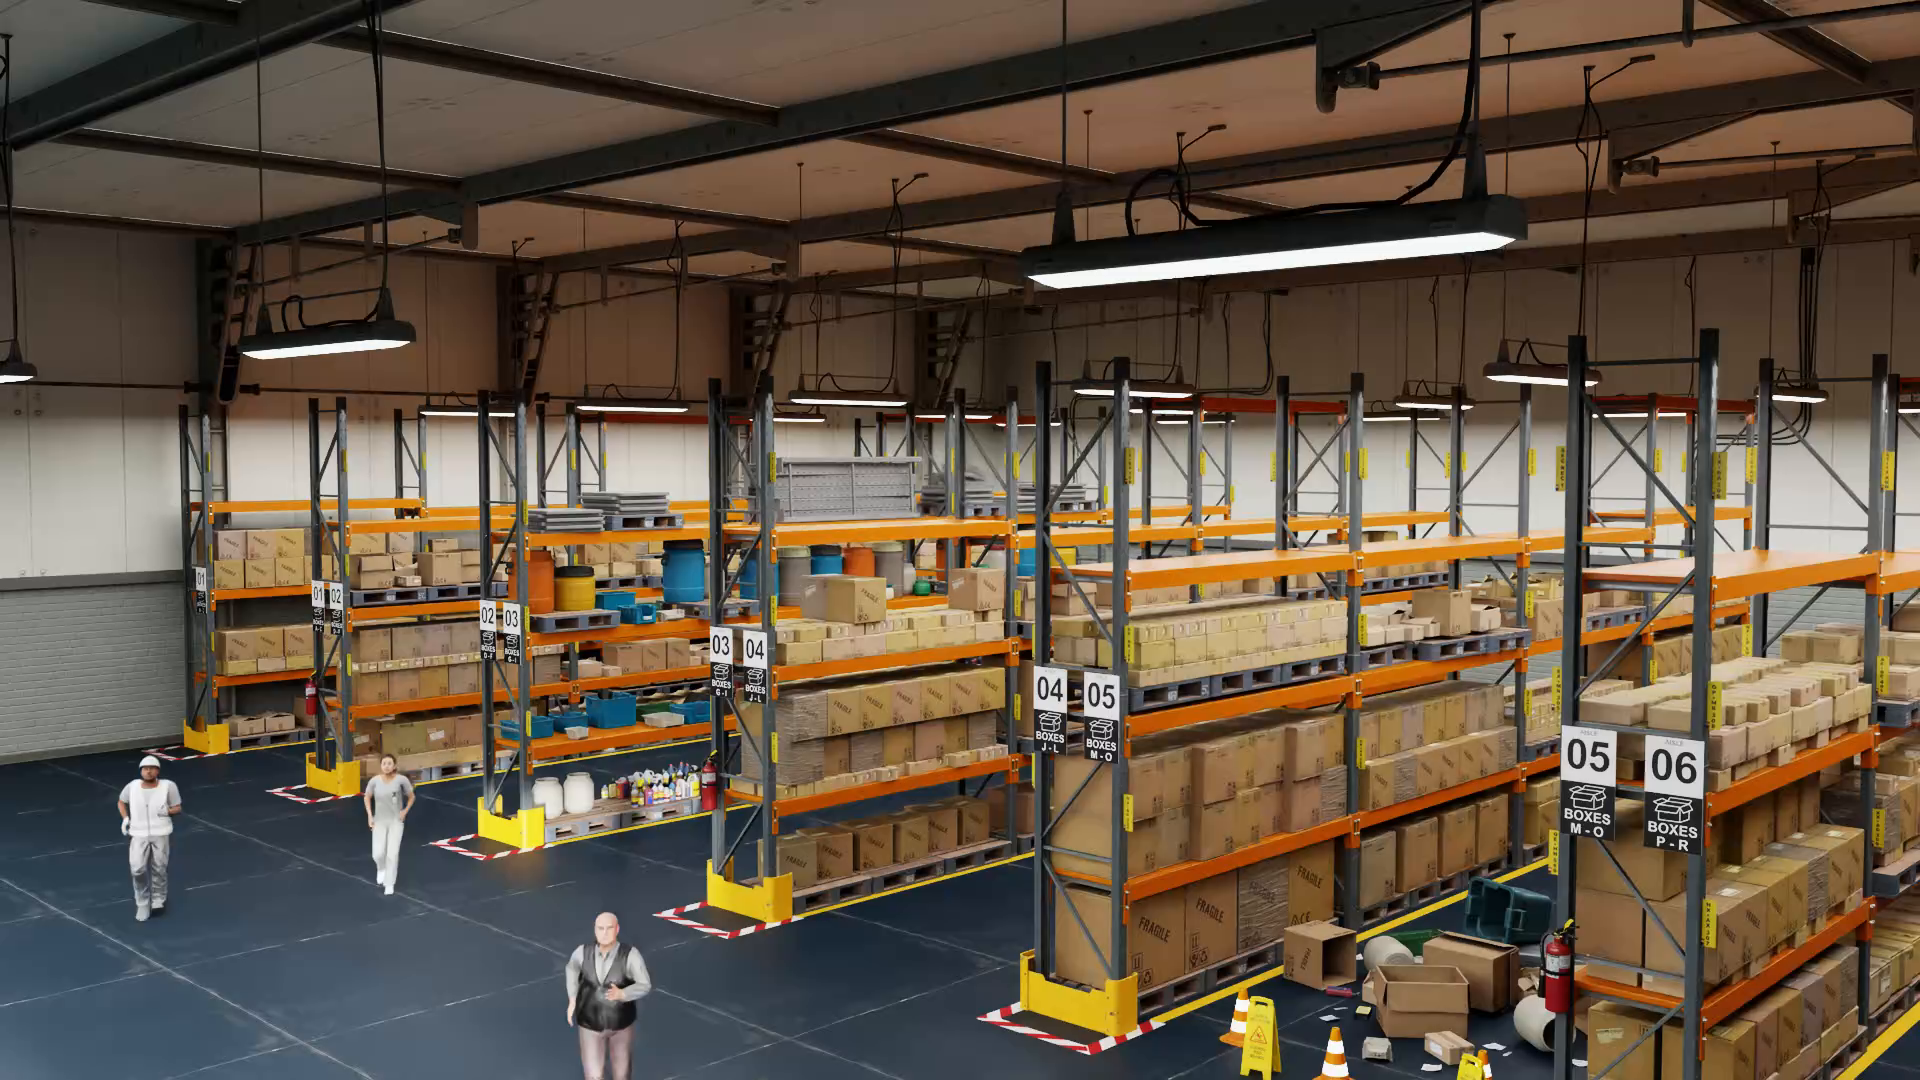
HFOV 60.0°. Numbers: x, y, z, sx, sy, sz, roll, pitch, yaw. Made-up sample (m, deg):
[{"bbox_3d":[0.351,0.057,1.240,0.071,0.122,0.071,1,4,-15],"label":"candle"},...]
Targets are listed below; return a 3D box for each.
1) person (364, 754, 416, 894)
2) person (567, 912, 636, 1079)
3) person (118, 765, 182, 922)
[{"bbox_3d":[-2.583,3.042,25.047,11.314,1.621,9.122,-1,3,-15],"label":"person"},{"bbox_3d":[-2.673,3.619,12.382,0.505,1.728,0.953,0,3,-8],"label":"person"},{"bbox_3d":[1.748,2.569,15.743,18.496,3.579,13.735,-1,3,-22],"label":"person"}]
